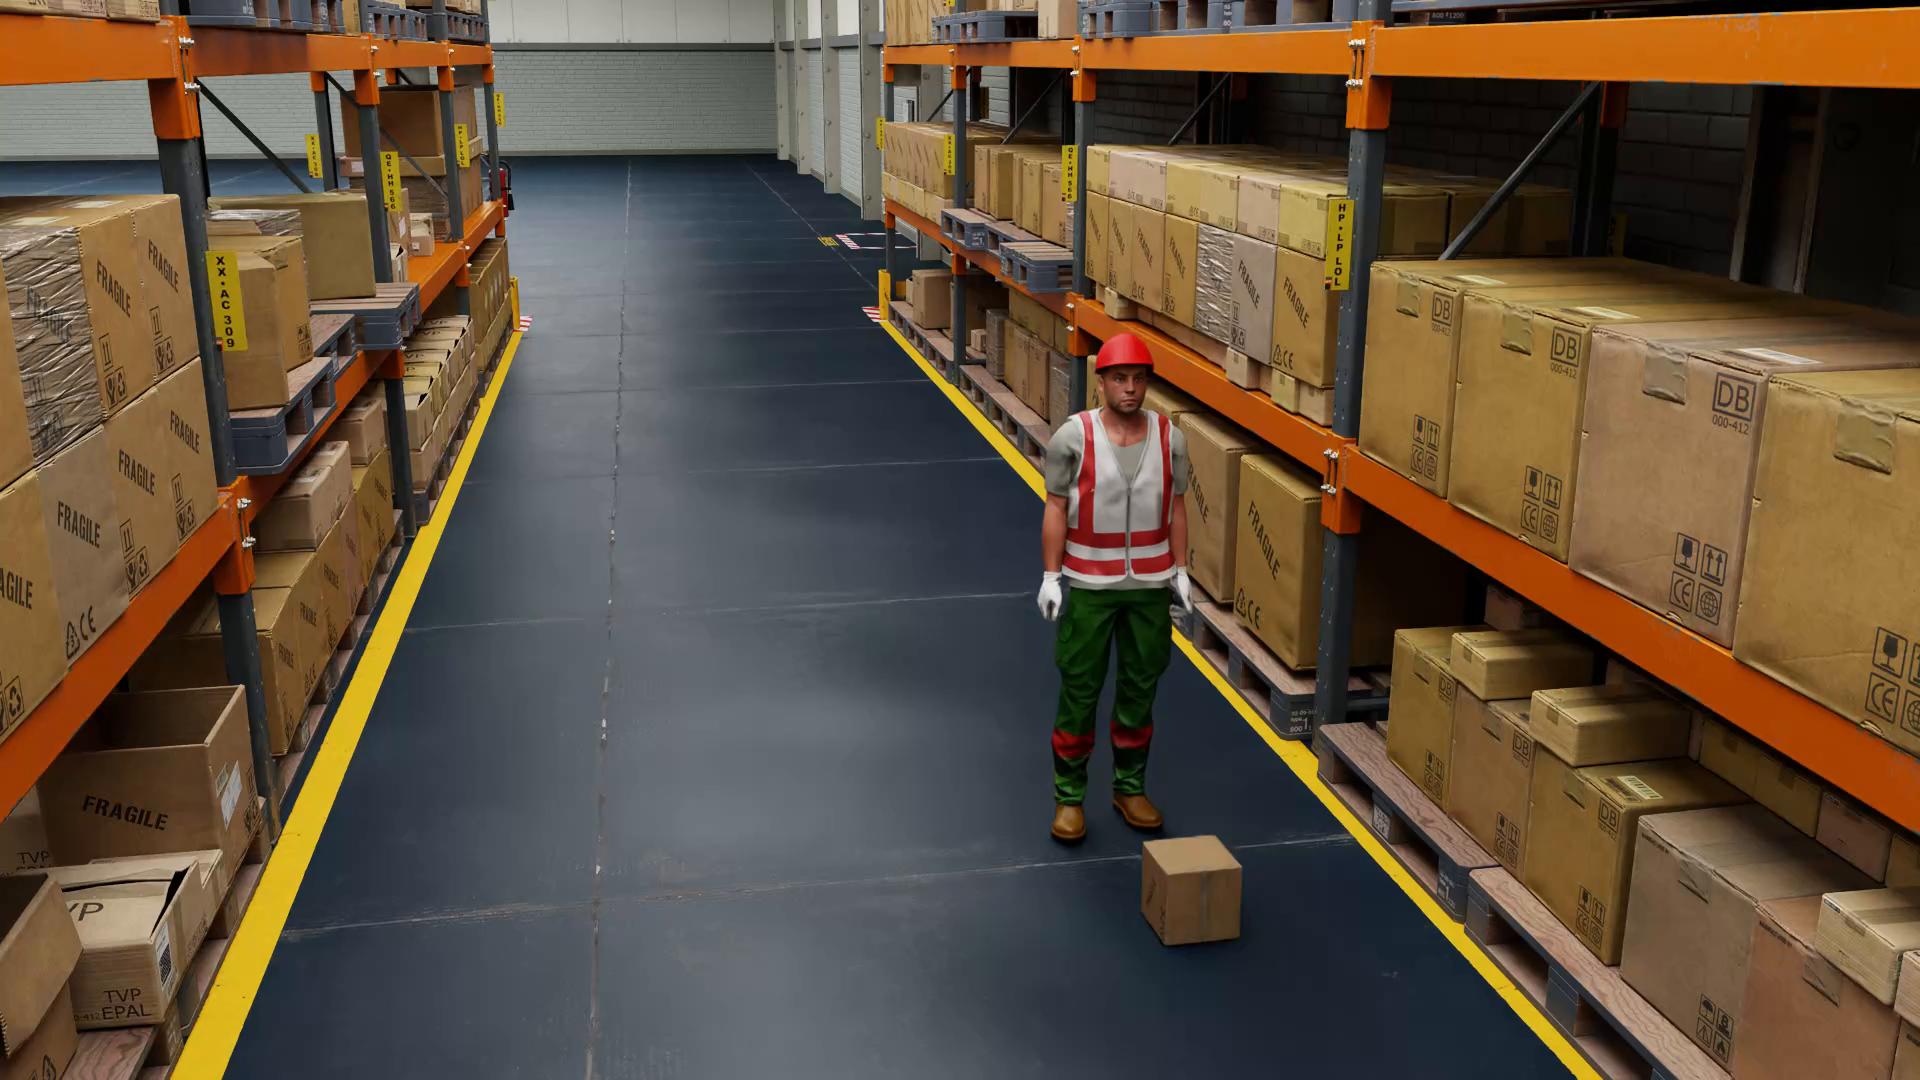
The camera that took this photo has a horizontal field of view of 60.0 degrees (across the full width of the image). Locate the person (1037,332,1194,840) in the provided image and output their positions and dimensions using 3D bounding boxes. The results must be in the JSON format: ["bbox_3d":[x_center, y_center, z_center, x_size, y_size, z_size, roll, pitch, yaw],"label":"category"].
[{"bbox_3d":[0.562,0.166,5.899,0.572,1.798,0.401,-3,16,-10],"label":"person"}]
